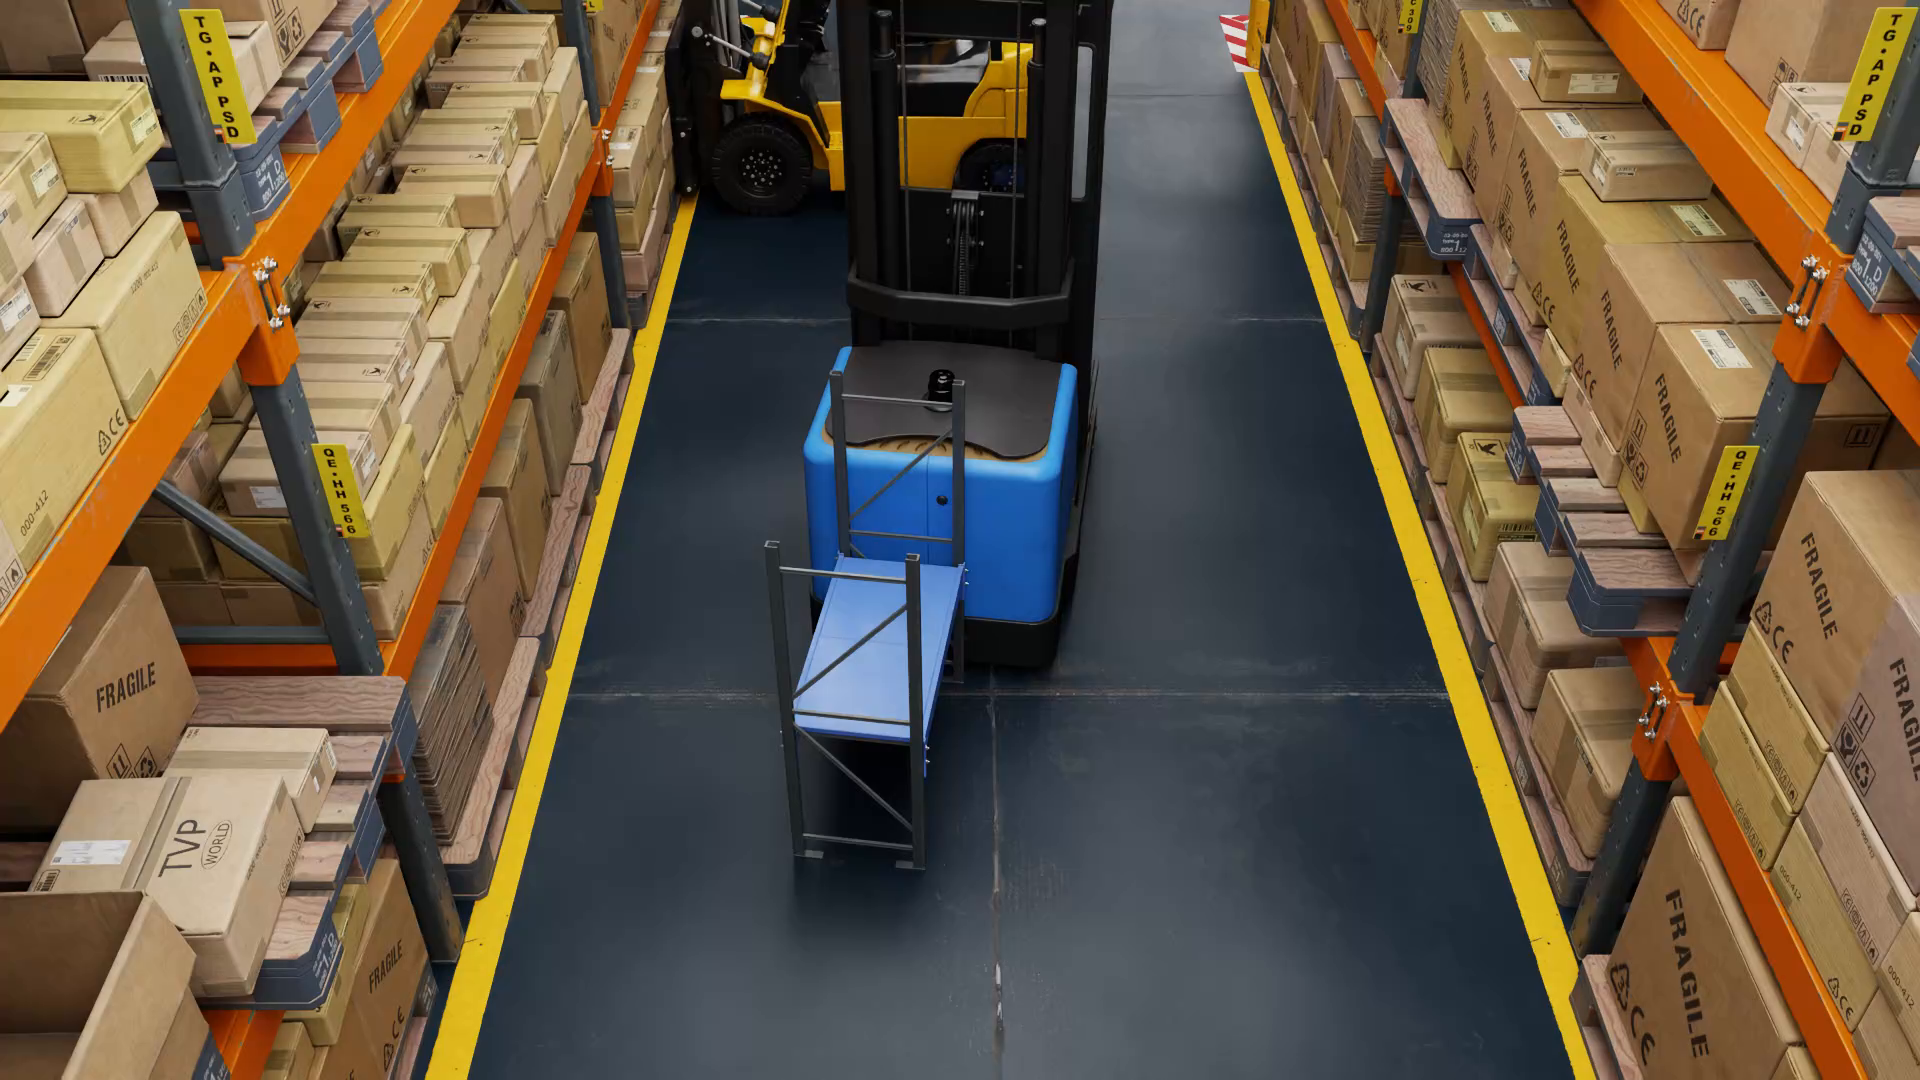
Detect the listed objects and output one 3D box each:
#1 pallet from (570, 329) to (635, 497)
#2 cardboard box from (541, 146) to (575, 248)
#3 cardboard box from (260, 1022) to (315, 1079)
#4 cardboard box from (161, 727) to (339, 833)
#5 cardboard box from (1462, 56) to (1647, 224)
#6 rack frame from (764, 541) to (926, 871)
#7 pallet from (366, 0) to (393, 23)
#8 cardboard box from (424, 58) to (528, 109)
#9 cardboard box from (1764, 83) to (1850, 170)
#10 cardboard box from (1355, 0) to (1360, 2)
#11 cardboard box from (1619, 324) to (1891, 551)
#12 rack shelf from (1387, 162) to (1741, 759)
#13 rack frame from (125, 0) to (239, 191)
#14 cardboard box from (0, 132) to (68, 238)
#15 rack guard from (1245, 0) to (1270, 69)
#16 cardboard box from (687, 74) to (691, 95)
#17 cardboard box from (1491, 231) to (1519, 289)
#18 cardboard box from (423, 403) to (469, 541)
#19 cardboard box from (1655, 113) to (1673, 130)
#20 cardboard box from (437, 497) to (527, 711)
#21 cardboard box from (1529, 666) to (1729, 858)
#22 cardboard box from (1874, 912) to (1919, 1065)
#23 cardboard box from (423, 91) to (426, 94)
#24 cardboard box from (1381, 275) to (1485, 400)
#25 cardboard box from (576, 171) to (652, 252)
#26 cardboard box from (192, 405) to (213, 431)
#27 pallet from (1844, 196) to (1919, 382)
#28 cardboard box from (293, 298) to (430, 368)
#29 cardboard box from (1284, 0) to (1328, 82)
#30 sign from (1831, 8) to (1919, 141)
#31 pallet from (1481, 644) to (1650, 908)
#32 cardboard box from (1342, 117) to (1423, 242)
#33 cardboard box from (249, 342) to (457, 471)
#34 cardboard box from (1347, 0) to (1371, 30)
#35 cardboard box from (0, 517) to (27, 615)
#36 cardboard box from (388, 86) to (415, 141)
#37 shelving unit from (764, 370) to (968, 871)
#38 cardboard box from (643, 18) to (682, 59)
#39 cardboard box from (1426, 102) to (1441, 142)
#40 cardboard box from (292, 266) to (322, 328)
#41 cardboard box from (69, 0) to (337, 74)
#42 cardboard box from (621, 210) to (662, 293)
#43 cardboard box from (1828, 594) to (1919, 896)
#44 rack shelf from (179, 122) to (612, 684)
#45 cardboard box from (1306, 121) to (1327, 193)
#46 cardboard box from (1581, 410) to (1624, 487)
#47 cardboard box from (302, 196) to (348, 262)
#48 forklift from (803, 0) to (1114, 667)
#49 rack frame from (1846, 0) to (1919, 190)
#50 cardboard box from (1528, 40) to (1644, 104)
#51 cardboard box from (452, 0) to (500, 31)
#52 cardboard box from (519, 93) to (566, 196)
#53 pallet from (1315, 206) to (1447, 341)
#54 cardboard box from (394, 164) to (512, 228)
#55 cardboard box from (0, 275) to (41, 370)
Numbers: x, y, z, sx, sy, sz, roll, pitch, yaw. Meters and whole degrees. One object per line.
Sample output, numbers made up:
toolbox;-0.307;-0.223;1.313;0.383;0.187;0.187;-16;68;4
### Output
pallet;-2.242;-0.661;8.406;1.003;0.211;1.213;0;39;0
cardboard box;-2.014;-1.522;7.370;0.500;0.250;0.500;0;39;0
cardboard box;-2.036;1.494;4.631;0.380;0.149;0.250;-1;39;-2
cardboard box;-1.893;0.637;4.422;0.380;0.149;0.250;1;39;1
cardboard box;2.384;-1.619;6.718;0.500;0.500;0.500;0;39;0
rack frame;-0.377;0.619;5.778;0.500;1.500;0.032;5;39;6
pallet;-2.372;-1.929;5.510;1.003;0.211;1.213;2;39;2
cardboard box;-2.093;-1.974;7.216;0.380;0.149;0.250;0;39;0
cardboard box;2.468;-1.139;4.575;0.380;0.149;0.250;0;39;0
cardboard box;2.420;-3.295;9.145;0.500;0.500;0.500;1;39;1
cardboard box;2.408;-0.317;5.093;0.500;0.500;0.500;-1;39;-1
rack shelf;2.684;-0.684;6.780;1.077;0.370;4.000;0;39;0
rack frame;-2.277;-2.049;3.111;1.000;3.000;0.127;0;39;0
cardboard box;-2.087;-0.712;3.405;0.380;0.149;0.250;-1;39;-2
rack guard;2.677;-3.694;11.960;1.175;0.500;0.348;0;39;0
cardboard box;-1.962;-3.056;10.628;0.500;0.250;0.500;-1;39;-1
cardboard box;2.340;-1.120;6.614;0.380;0.149;0.250;1;39;2
cardboard box;-2.029;-0.242;5.773;0.500;0.250;0.500;-1;39;-1
cardboard box;2.910;-1.285;6.302;0.500;0.500;0.500;-1;39;-2
cardboard box;-2.273;0.256;6.595;0.875;0.625;0.625;1;39;1
cardboard box;2.696;0.794;6.126;0.950;0.372;0.625;-2;39;-3
cardboard box;2.428;1.101;3.697;0.500;0.250;0.500;0;39;0
cardboard box;-2.538;-2.029;7.603;0.500;0.250;0.500;-1;39;-1
cardboard box;2.685;-1.026;8.397;0.950;0.372;0.625;0;39;1
cardboard box;-1.974;-1.798;9.058;0.500;0.250;0.500;0;39;0
cardboard box;-2.592;-0.367;5.211;0.380;0.149;0.250;1;39;1
pallet;2.740;-0.408;3.613;1.213;0.211;1.003;2;39;2
cardboard box;-2.024;-0.691;5.615;0.380;0.149;0.250;0;39;0
cardboard box;2.407;-3.254;10.675;0.500;0.500;0.500;-1;39;-2
sign;2.144;-1.087;3.896;0.100;0.325;0.005;0;39;0
pallet;2.687;0.885;6.476;1.003;0.211;1.213;0;39;0
cardboard box;2.413;-1.969;9.071;0.500;0.500;0.500;-1;39;-1
cardboard box;-2.033;-0.435;5.615;0.500;0.250;0.500;1;39;1
cardboard box;2.372;-2.954;9.238;0.380;0.149;0.250;-1;39;-1
cardboard box;-2.032;0.128;2.913;0.500;0.250;0.500;0;39;0
cardboard box;-2.528;-1.798;6.996;0.380;0.149;0.250;0;39;0
shelving unit;-0.304;0.304;6.171;0.538;1.500;1.048;5;39;6
cardboard box;-1.964;-2.953;10.099;0.500;0.250;0.500;-1;39;-1
cardboard box;2.366;-1.935;7.632;0.380;0.149;0.250;0;39;1
cardboard box;-2.556;-0.758;6.018;0.500;0.250;0.500;0;39;0
cardboard box;-2.034;-1.574;4.421;0.500;0.500;0.500;0;39;0
cardboard box;-1.951;-1.603;9.215;0.500;0.250;0.500;0;39;0
cardboard box;2.453;0.476;3.878;0.500;0.500;0.500;0;39;0
rack shelf;-2.280;-0.678;6.773;1.077;0.370;4.000;0;39;0
cardboard box;2.406;-2.327;10.118;0.500;0.250;0.500;1;39;1
cardboard box;2.333;-0.310;5.603;0.380;0.149;0.250;0;39;0
cardboard box;-2.501;-1.164;6.205;0.380;0.149;0.250;1;39;1
forklift;0.090;-1.529;7.315;1.130;2.935;3.031;5;39;6
rack frame;2.686;-2.055;3.118;1.000;3.000;0.127;0;39;0
cardboard box;2.433;-1.814;6.443;0.380;0.149;0.250;2;39;2
cardboard box;-2.553;-2.529;8.428;0.500;0.500;0.500;0;39;0
cardboard box;-2.018;-1.718;7.215;0.500;0.250;0.500;-1;39;-1
pallet;2.646;-1.547;9.512;1.003;0.211;1.213;0;39;0
cardboard box;-1.951;-1.323;6.404;0.380;0.149;0.250;-1;39;-1
cardboard box;-2.081;-0.428;3.288;0.380;0.149;0.250;1;39;1
